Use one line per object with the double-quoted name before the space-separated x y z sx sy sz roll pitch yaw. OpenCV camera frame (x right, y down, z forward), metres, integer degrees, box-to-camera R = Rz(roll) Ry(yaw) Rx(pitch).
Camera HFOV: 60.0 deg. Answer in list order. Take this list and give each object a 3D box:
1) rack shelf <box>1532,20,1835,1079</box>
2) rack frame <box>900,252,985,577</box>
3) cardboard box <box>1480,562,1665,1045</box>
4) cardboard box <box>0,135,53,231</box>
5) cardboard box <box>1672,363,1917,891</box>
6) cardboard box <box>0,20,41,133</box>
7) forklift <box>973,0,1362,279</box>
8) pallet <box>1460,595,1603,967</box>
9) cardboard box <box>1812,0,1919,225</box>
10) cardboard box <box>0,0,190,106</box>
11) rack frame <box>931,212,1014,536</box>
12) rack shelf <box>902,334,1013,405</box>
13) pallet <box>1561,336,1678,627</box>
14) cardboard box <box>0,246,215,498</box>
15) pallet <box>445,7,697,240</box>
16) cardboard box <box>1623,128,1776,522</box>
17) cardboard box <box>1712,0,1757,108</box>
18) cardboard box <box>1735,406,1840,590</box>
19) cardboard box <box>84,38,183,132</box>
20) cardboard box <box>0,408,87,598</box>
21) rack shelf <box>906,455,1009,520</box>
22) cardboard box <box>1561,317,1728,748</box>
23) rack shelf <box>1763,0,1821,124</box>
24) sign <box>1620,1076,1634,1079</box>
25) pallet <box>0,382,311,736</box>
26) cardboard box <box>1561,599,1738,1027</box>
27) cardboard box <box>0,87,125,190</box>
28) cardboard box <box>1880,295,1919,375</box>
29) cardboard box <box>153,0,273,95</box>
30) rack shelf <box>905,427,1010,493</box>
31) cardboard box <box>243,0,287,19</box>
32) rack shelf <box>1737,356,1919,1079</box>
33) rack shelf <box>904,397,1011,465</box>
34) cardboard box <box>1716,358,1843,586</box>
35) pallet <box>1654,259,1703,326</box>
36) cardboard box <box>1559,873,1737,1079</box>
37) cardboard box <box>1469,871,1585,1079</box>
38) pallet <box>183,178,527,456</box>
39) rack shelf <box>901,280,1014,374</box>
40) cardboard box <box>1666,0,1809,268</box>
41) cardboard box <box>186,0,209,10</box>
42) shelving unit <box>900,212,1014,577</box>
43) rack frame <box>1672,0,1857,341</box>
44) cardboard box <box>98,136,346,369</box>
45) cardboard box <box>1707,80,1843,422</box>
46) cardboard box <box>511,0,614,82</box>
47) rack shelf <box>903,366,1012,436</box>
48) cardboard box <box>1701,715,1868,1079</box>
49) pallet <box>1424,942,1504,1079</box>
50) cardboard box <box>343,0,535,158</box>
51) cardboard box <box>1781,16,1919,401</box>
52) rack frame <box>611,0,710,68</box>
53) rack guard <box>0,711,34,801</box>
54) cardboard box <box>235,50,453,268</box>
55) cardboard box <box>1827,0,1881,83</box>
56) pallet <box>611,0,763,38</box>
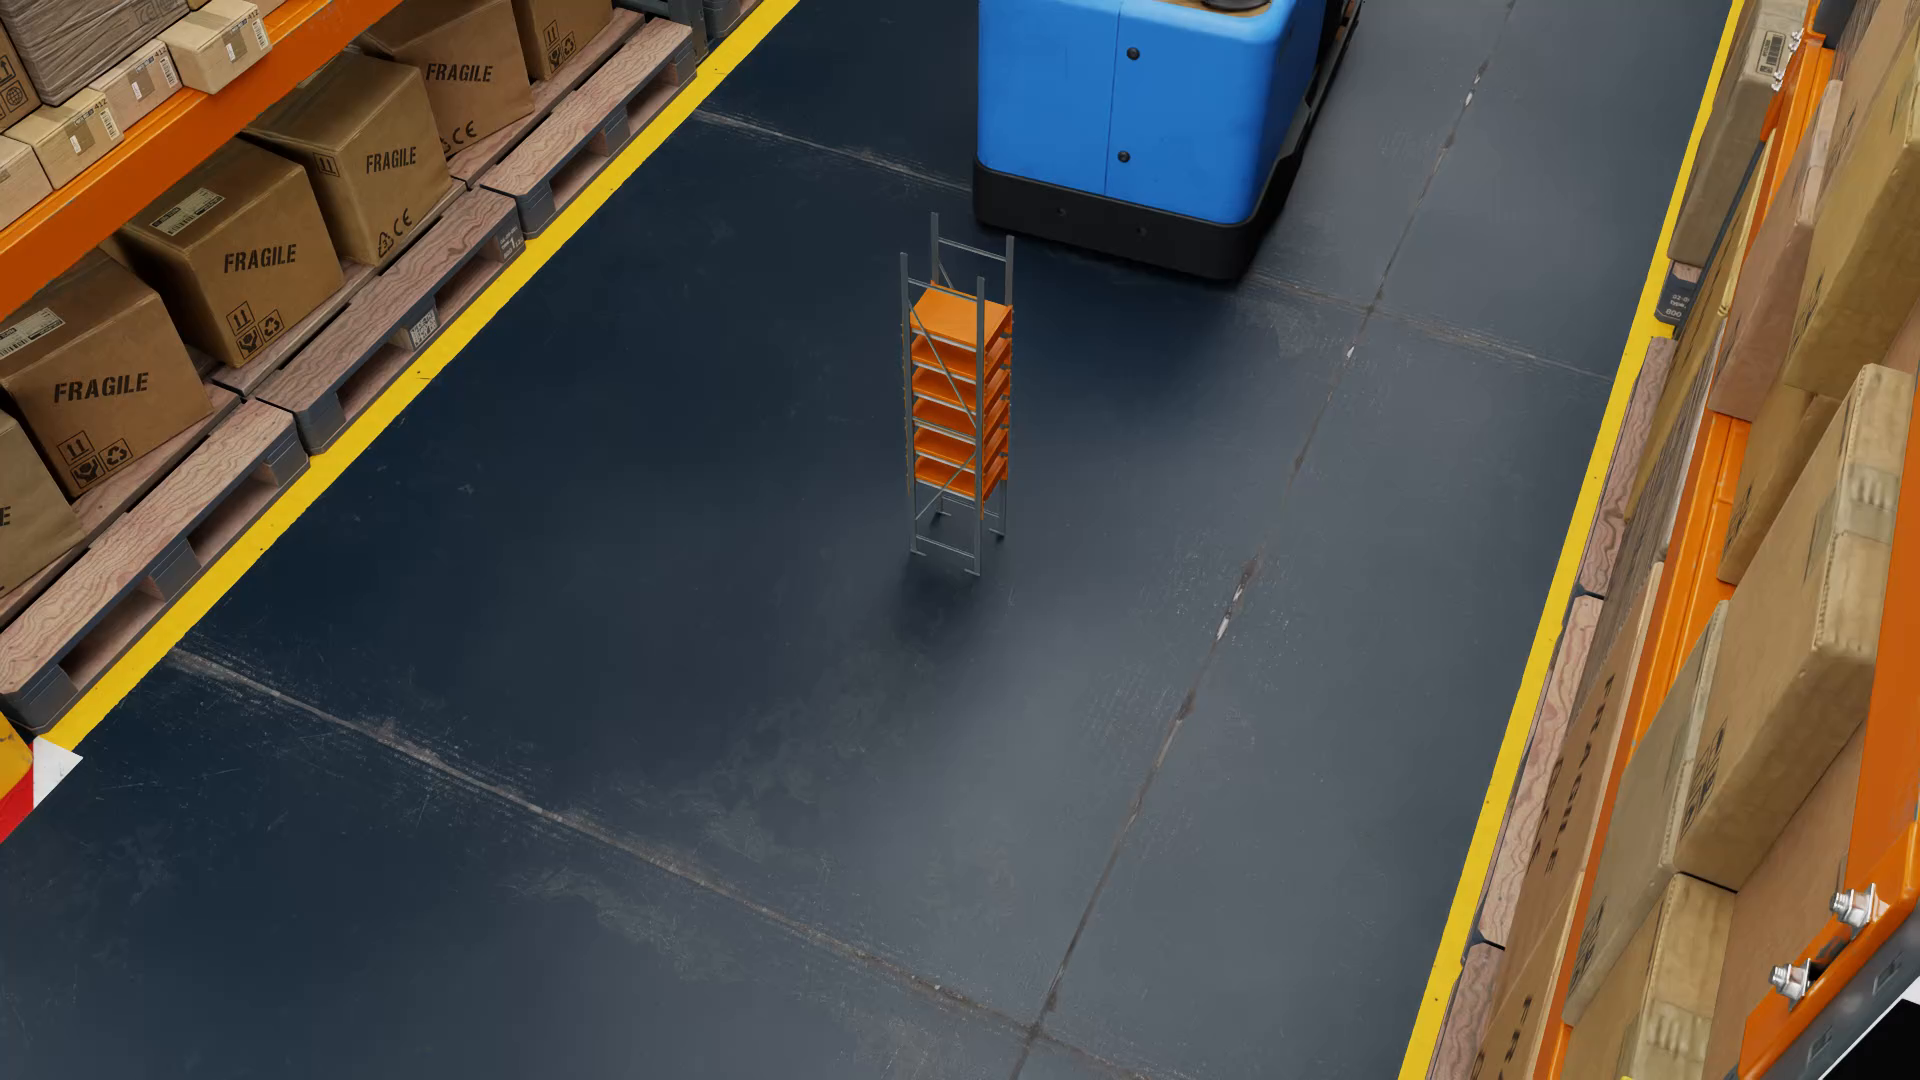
"rack shelf" 2.057 0.161 3.616 1.077 0.370 4.000 20 52 16
"rack frame" -0.045 -0.316 4.731 0.240 1.200 0.006 20 52 16
"cardboard box" 1.807 0.762 3.751 0.875 0.875 0.875 19 52 16
"cardboard box" -2.569 -0.928 4.235 0.380 0.149 0.250 20 52 16
"cardboard box" 1.548 0.255 2.256 0.875 0.550 0.550 20 52 16
"cardboard box" -2.874 -1.260 4.092 0.875 0.500 0.500 20 52 16
"forklift" 1.050 -3.030 5.904 1.130 2.935 3.031 16 52 13
"pallet" 1.996 0.795 4.435 1.003 0.211 1.213 20 52 16
"cardboard box" 2.238 -0.862 3.206 0.875 0.550 0.550 20 52 16
"cardboard box" -2.621 -1.591 4.373 0.875 0.500 0.500 20 52 16
"rack frame" 0.033 -0.442 4.838 0.240 1.200 0.006 20 52 16
"rack shelf" -0.006 -0.506 4.636 0.258 0.103 0.180 20 52 16
"pallet" 2.516 -0.048 5.152 1.003 0.211 1.213 20 52 16
"cardboard box" -2.732 -0.552 5.116 0.500 0.500 0.500 33 57 25
"pallet" -1.785 -1.755 6.605 1.003 0.211 1.213 20 52 16
"cardboard box" 2.579 -0.487 4.814 0.875 0.875 0.875 21 53 17
"cardboard box" 3.511 -1.976 6.164 1.050 0.750 0.750 20 52 16
"cardboard box" 1.888 0.255 2.965 0.875 0.550 0.550 20 52 16
"cardboard box" -2.373 -1.279 4.533 0.380 0.149 0.250 20 52 16
"cardboard box" -2.957 -0.129 4.756 0.500 0.500 0.500 29 55 22
"rack shelf" -0.006 -0.195 5.001 0.258 0.103 0.180 20 52 16
"cardboard box" 2.198 0.135 4.285 0.875 0.875 0.875 20 53 16
"rack shelf" 3.766 -2.594 5.960 1.077 0.370 4.000 20 52 16
"sign" 0.718 0.667 1.797 0.100 0.325 0.005 20 52 16
"pallet" -2.827 -0.075 5.175 1.003 0.211 1.213 20 52 16
"cardboard box" 1.535 0.600 2.671 0.875 0.550 0.550 20 52 16
"cardboard box" -2.456 -1.098 4.379 0.380 0.149 0.250 20 52 16
"cardboard box" 1.910 -0.087 2.547 0.875 0.550 0.550 20 52 16
"cardboard box" -2.173 -1.417 4.651 0.380 0.149 0.250 20 52 16
"rack shelf" -0.006 -0.272 4.910 0.258 0.103 0.180 20 52 16
"cardboard box" -2.186 -1.632 4.834 0.380 0.149 0.250 20 52 16
"rack shelf" 2.057 -0.811 2.474 1.077 0.370 4.000 20 52 16
"rack shelf" -0.006 -0.350 4.818 0.258 0.103 0.180 20 52 16
"cardboard box" 2.077 -0.123 3.287 0.875 0.550 0.500 20 52 16
"pallet" 3.173 -1.102 6.049 1.003 0.211 1.213 20 52 16
"cardboard box" 1.320 0.986 2.343 0.875 0.550 0.550 20 52 16
"cardboard box" 1.433 1.369 3.235 0.875 0.875 0.875 20 53 16
"pallet" -2.305 -0.912 5.888 1.003 0.211 1.213 20 52 16
"rack shelf" -0.006 -0.583 4.544 0.258 0.103 0.180 20 52 16
"cardboard box" 3.095 -1.313 5.599 1.050 0.750 0.750 20 52 16
"cardboard box" -2.397 -1.931 4.663 0.875 0.500 0.500 20 52 16
"shelving unit" -0.006 -0.379 4.785 0.258 1.200 0.189 20 52 16
"rack frame" 2.911 -1.450 4.514 1.000 3.000 0.127 20 52 16
"cardboard box" -2.448 -0.977 5.477 0.500 0.500 0.500 24 54 19
"cardboard box" 2.213 -0.521 3.625 0.875 0.550 0.550 20 52 16
"cardboard box" -1.737 -2.197 6.515 0.500 0.500 0.500 18 52 15
"rack shelf" -0.006 -0.428 4.727 0.258 0.103 0.180 20 52 16
"cardboard box" 1.396 0.663 1.908 0.875 0.550 0.550 20 52 16
"pallet" 1.473 1.633 3.722 1.003 0.211 1.213 20 52 16
"cardboard box" -1.975 -1.800 6.177 0.500 0.500 0.500 36 58 27
"cardboard box" 2.019 -0.494 2.893 0.875 0.550 0.500 20 52 16
"rack frame" -1.530 -3.133 5.946 1.000 3.000 0.127 20 52 16
"rack guard" -3.206 0.379 4.599 1.175 0.500 0.348 20 52 16
"cardboard box" -2.169 -1.347 5.792 0.500 0.500 0.500 16 51 13
"cardboard box" 2.765 -1.240 4.237 0.875 0.550 0.550 20 52 16
"pallet" -1.199 -2.766 7.465 1.003 0.211 1.213 20 52 16
